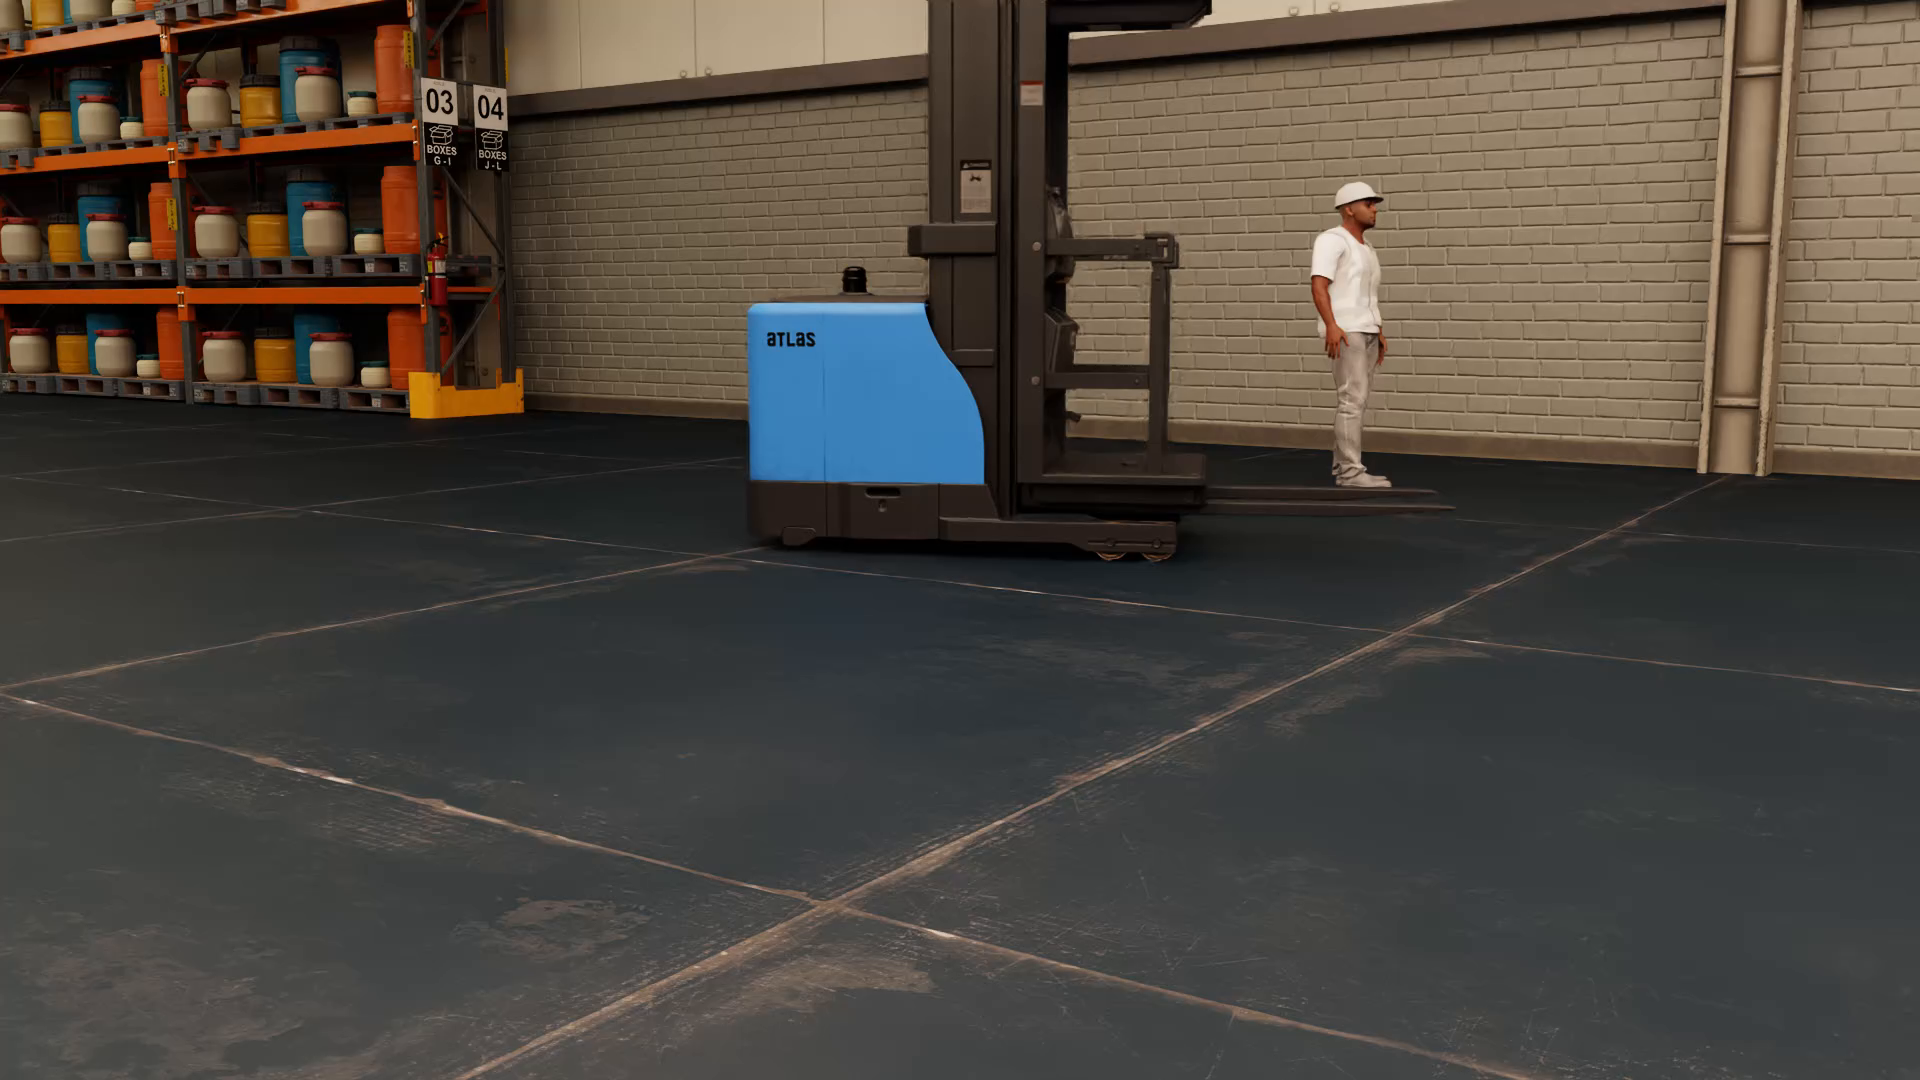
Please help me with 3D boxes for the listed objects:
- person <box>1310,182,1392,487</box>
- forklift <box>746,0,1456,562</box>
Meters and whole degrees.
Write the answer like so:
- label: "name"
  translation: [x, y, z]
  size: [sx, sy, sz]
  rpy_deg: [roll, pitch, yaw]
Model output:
- label: "person"
  translation: [2.357, -1.191, 9.687]
  size: [0.571, 1.771, 0.696]
  rpy_deg: [6, 10, 35]
- label: "forklift"
  translation: [0.626, -1.441, 7.325]
  size: [3.031, 2.935, 1.130]
  rpy_deg: [1, 8, 8]
